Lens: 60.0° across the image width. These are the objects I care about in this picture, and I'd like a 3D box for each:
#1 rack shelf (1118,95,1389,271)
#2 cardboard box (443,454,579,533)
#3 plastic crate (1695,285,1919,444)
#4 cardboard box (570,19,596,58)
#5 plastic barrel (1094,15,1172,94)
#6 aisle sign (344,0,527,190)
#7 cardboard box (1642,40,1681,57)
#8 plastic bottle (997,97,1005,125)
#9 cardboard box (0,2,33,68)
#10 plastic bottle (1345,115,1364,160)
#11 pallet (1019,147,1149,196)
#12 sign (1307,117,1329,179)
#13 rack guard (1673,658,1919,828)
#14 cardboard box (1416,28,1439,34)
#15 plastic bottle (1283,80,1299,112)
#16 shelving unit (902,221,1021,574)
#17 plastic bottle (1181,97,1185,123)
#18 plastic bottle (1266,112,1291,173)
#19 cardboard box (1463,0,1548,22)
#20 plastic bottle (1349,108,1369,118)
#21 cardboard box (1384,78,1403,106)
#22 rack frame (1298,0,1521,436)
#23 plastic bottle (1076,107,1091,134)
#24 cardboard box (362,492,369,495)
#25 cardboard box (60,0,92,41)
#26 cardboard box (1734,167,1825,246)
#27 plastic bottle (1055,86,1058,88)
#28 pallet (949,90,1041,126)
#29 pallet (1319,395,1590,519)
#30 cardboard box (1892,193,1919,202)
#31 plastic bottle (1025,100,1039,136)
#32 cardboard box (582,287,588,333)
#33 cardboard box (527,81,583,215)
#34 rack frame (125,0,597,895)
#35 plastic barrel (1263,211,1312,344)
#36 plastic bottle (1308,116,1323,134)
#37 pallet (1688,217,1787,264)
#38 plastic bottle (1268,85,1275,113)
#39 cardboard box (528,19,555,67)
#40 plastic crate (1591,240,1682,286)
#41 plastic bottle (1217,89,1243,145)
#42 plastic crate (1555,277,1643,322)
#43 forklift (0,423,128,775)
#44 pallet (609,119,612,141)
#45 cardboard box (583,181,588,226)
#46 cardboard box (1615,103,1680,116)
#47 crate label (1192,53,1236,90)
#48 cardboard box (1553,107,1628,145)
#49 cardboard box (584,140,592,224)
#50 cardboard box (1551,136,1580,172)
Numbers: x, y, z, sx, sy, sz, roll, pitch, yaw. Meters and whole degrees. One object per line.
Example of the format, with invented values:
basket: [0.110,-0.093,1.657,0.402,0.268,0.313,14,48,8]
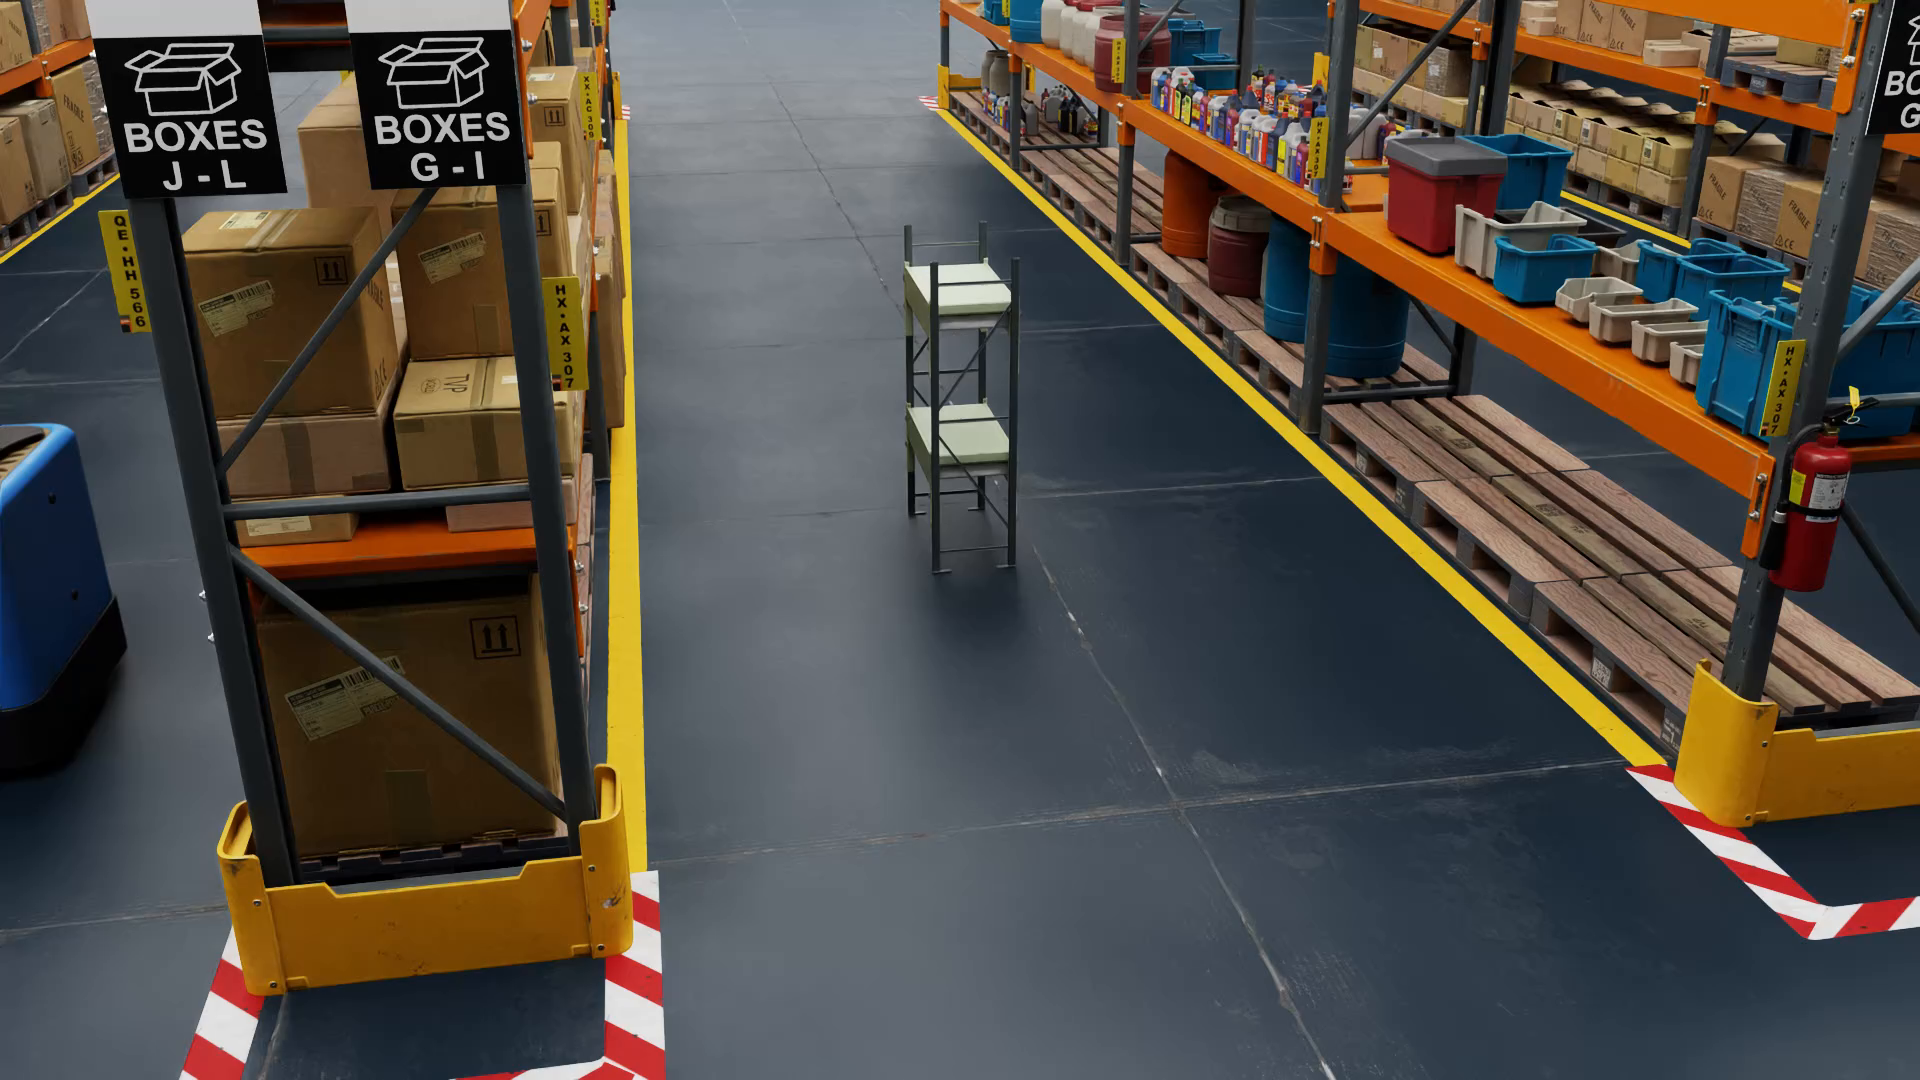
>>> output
rack shelf: [2.114,-2.497,11.117,1.077,0.370,4.000,-4,24,-10]
cardboard box: [-1.385,-0.149,5.156,0.380,0.149,0.250,-4,24,-9]
plastic crate: [2.978,-0.628,5.821,0.616,0.435,0.499,-4,24,-10]
cardboard box: [-3.207,-4.046,13.430,0.500,0.250,0.500,-5,24,-11]
plastic barrel: [1.361,-3.835,13.114,0.600,0.536,0.708,-4,24,-10]
aisle sign: [-1.336,-1.285,4.196,0.394,0.787,0.004,-4,24,-10]
cardboard box: [6.322,-4.360,14.800,0.380,0.149,0.250,-3,24,-6]
plastic bottle: [0.481,-4.638,17.976,0.152,0.276,0.135,-4,24,-9]
cardboard box: [-8.397,-4.353,14.344,0.500,0.500,0.500,-4,24,-10]
plastic bottle: [2.452,-2.546,10.487,0.152,0.276,0.135,-4,24,-10]
pallet: [1.188,-3.602,16.234,1.003,0.211,1.213,-4,24,-10]
sign: [1.943,-2.126,9.025,0.100,0.325,0.005,-4,24,-10]
rack guard: [3.241,0.688,6.051,1.175,0.500,0.348,-4,24,-10]
cardboard box: [5.724,-5.820,19.801,0.500,0.500,0.500,-4,24,-10]
plastic bottle: [2.356,-3.136,11.843,0.097,0.271,0.097,0,24,0]
shelving unit: [-0.001,-0.690,7.956,0.431,1.500,0.755,-4,24,-10]
plastic bottle: [1.611,-3.046,11.724,0.097,0.201,0.097,0,24,0]
plastic bottle: [1.958,-2.427,10.121,0.144,0.351,0.185,-4,24,-10]
cardboard box: [5.785,-5.771,17.592,0.700,0.500,0.500,-5,24,-11]
plastic bottle: [2.559,-2.648,10.721,0.152,0.276,0.135,-4,24,-10]
cardboard box: [5.290,-5.240,19.410,0.500,0.250,0.500,-4,24,-10]
rack frame: [2.484,-2.040,9.172,1.000,3.000,0.127,-4,24,-10]
plastic bottle: [1.290,-4.423,17.482,0.152,0.276,0.135,-3,24,-8]
cardboard box: [-2.083,-0.202,5.279,0.380,0.149,0.250,-4,24,-9]
cardboard box: [-8.944,-5.141,16.086,0.875,0.550,0.550,-4,24,-10]
cardboard box: [6.518,-2.628,13.094,0.500,0.500,0.500,-5,24,-12]
plastic bottle: [1.075,-4.982,18.753,0.061,0.283,0.133,-4,24,-8]
pallet: [0.470,-5.135,19.745,1.003,0.211,1.213,-4,24,-10]
pallet: [2.658,-0.475,9.075,1.003,0.211,1.213,-4,24,-10]
cardboard box: [7.215,-2.274,12.283,0.500,0.500,0.500,-5,24,-12]
plastic bottle: [0.744,-4.417,17.375,0.144,0.351,0.185,-4,24,-10]
cardboard box: [-1.767,-0.957,7.007,0.380,0.149,0.250,-5,24,-11]
cardboard box: [-1.947,-1.726,7.333,0.500,0.500,0.500,-4,24,-9]
rack frame: [-1.644,-0.100,4.730,1.000,3.000,0.127,-4,24,-10]
plastic barrel: [2.269,-1.764,10.639,0.600,0.901,0.708,-4,24,-10]
plastic bottle: [2.134,-2.365,9.979,0.144,0.351,0.185,-4,24,-10]
pallet: [6.714,-2.404,13.490,1.003,0.211,1.213,-4,24,-10]
plastic bottle: [2.302,-3.219,12.120,0.097,0.201,0.097,0,24,0]
cardboard box: [-2.510,-2.429,8.686,0.797,0.503,0.637,-5,24,-11]
plastic crate: [3.101,-1.284,7.696,0.293,0.136,0.466,-4,24,-10]
plastic bottle: [1.789,-2.788,10.946,0.144,0.351,0.185,-4,24,-10]
plastic crate: [2.707,-1.018,7.088,0.298,0.136,0.250,-4,24,-10]
forklift: [-4.946,-0.555,5.860,3.031,2.935,1.130,-4,24,-8]
pallet: [-4.251,-4.284,17.796,1.003,0.211,1.213,-4,24,-10]
cardboard box: [-2.044,-1.586,7.950,0.500,0.250,0.500,-5,24,-11]
cardboard box: [6.511,-4.004,15.880,0.500,0.311,0.500,-5,24,-10]
crate label: [2.035,-3.730,13.251,0.303,0.233,0.416,-4,24,-10]
cardboard box: [5.990,-3.955,15.768,0.500,0.311,0.500,-4,24,-8]
cardboard box: [-2.223,-1.918,8.769,0.500,0.500,0.500,-4,24,-10]
cardboard box: [5.989,-3.702,15.889,0.500,0.250,0.500,-4,24,-9]
